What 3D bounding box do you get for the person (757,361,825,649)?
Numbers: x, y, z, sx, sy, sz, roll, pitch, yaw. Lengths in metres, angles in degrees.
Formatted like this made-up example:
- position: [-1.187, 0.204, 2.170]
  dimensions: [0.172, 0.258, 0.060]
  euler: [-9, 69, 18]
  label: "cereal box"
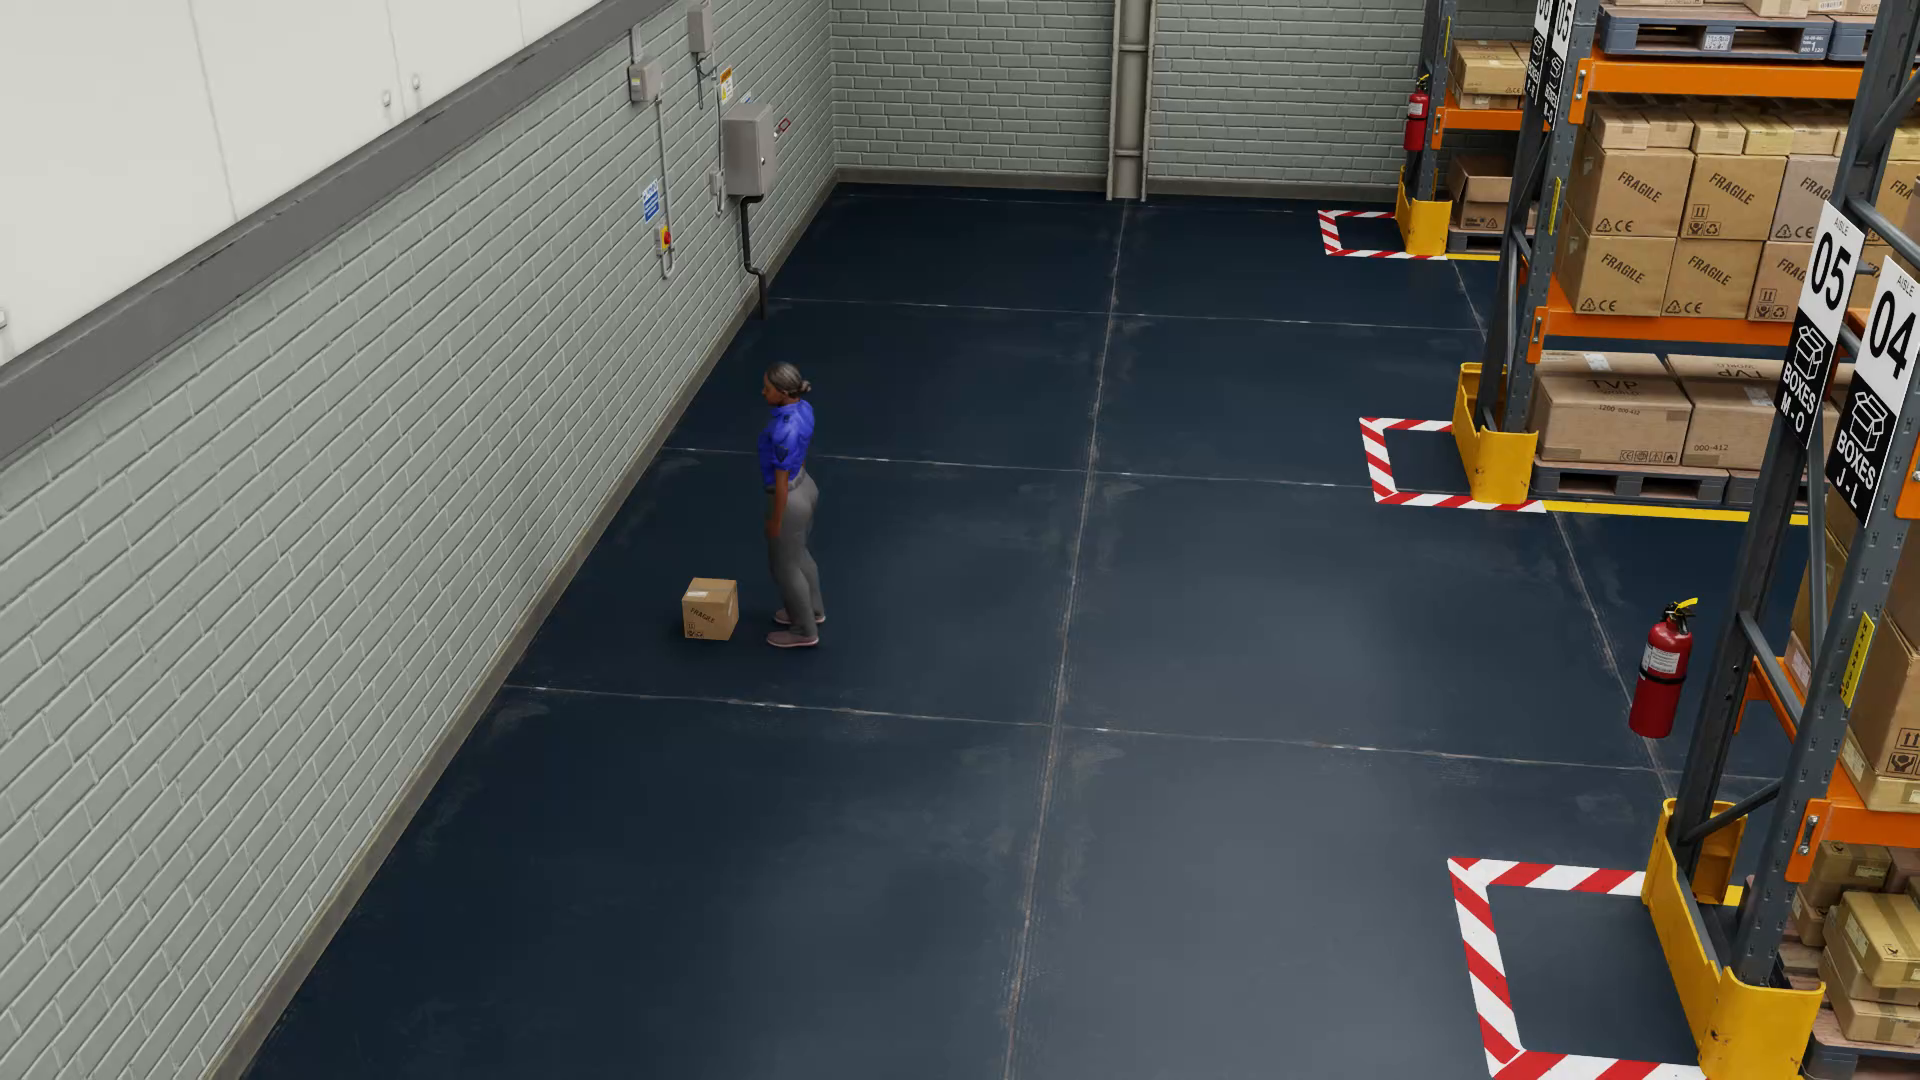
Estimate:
- position: [-0.929, -0.193, 8.989]
  dimensions: [0.307, 1.656, 0.436]
  euler: [4, 29, 7]
  label: "person"
